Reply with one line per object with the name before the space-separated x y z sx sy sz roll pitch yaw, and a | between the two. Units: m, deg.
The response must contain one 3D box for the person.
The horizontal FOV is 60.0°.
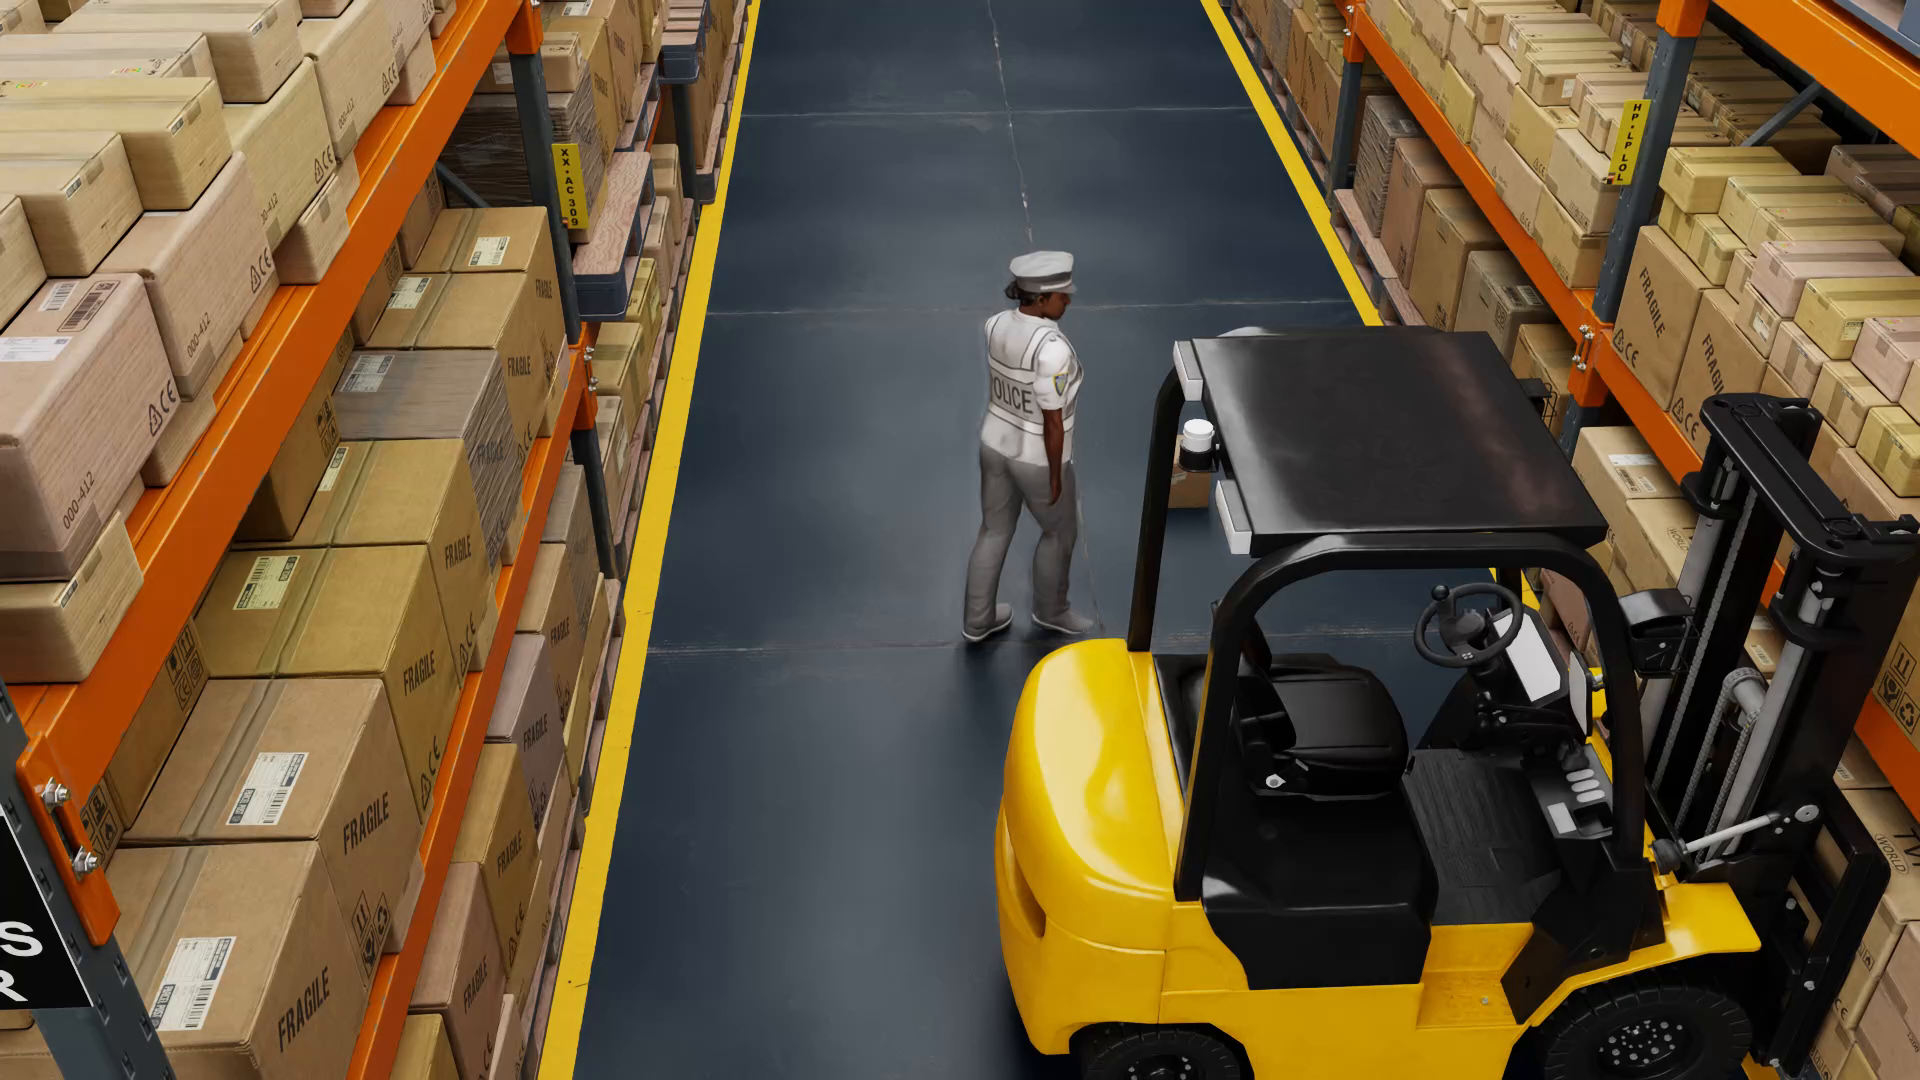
person | 0.234 -0.296 6.598 0.547 1.714 0.477 -29 44 -34
